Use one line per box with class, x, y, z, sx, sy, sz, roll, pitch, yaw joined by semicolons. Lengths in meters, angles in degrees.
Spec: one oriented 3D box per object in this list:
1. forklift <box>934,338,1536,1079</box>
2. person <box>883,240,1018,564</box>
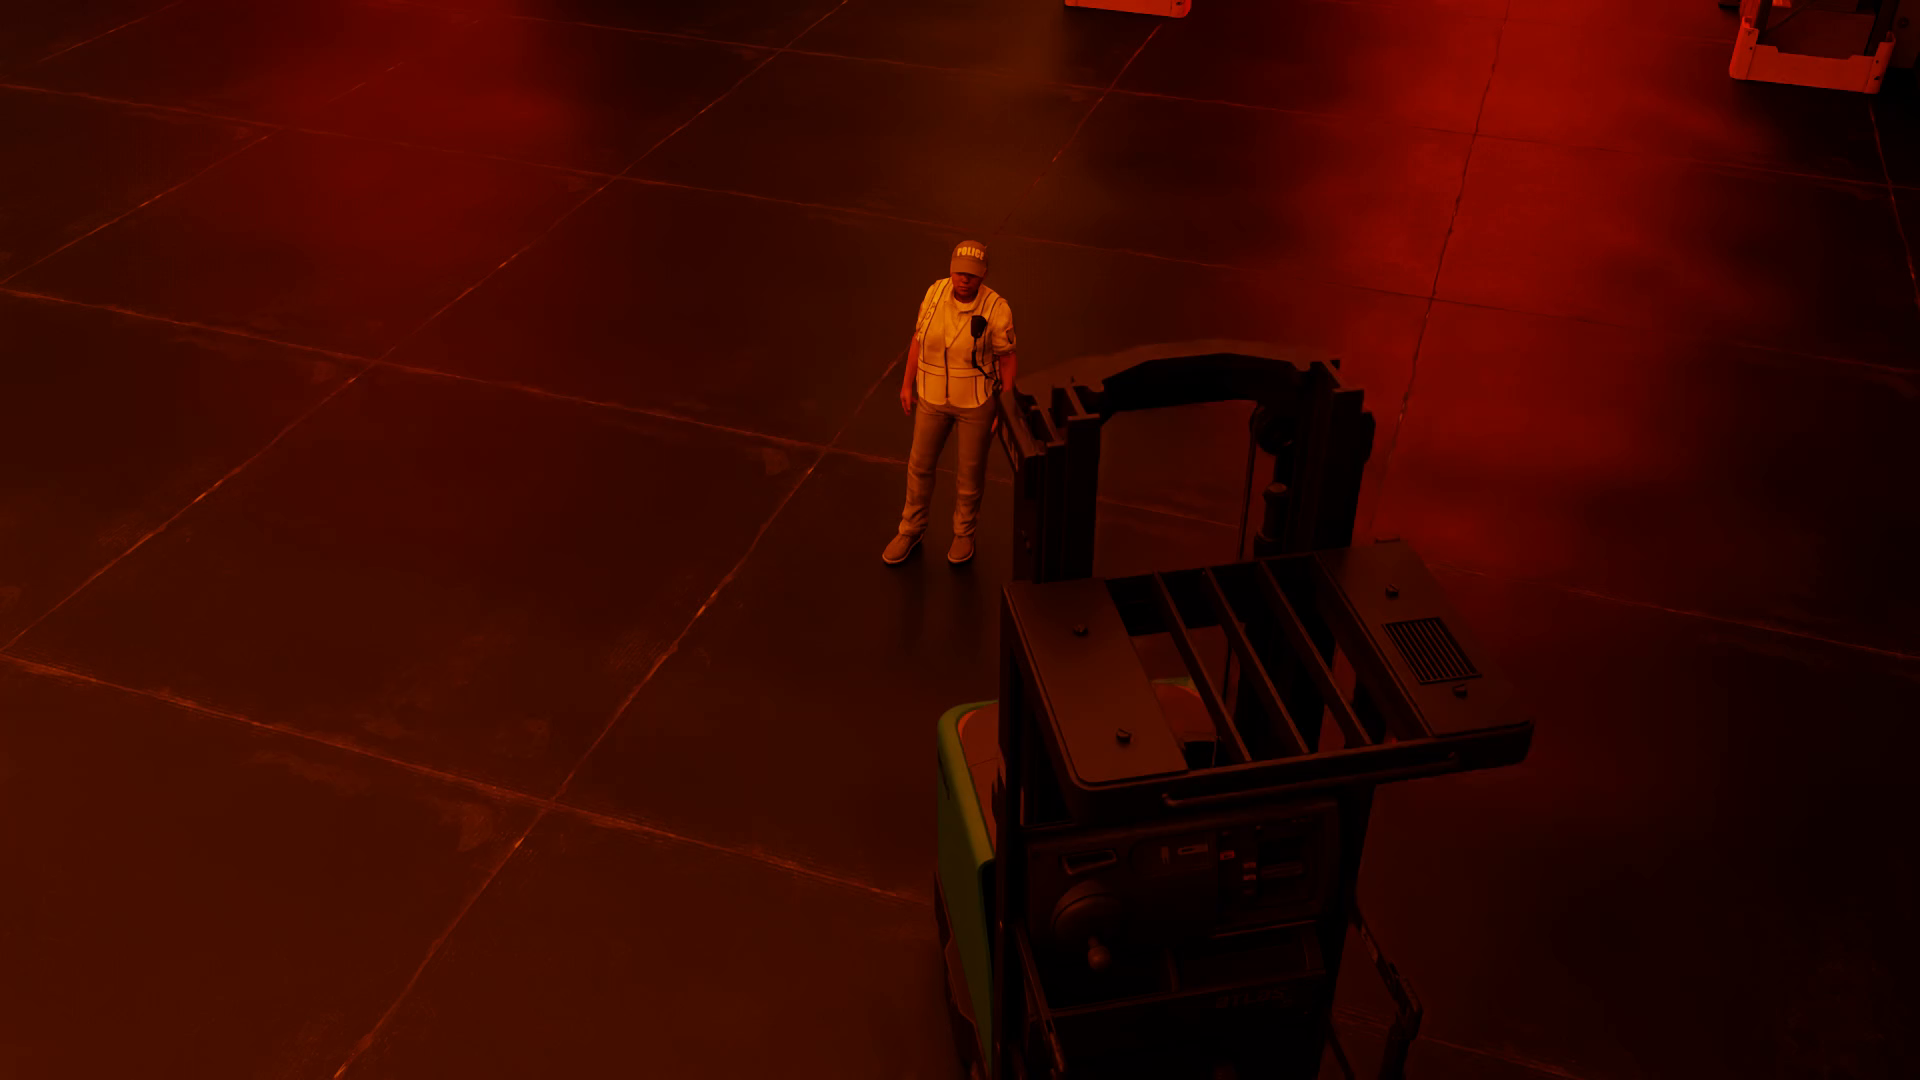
forklift;0.694;1.057;4.620;1.130;2.935;3.031;-7;36;-9
person;-0.047;-0.648;8.106;0.598;1.670;0.529;12;37;16
